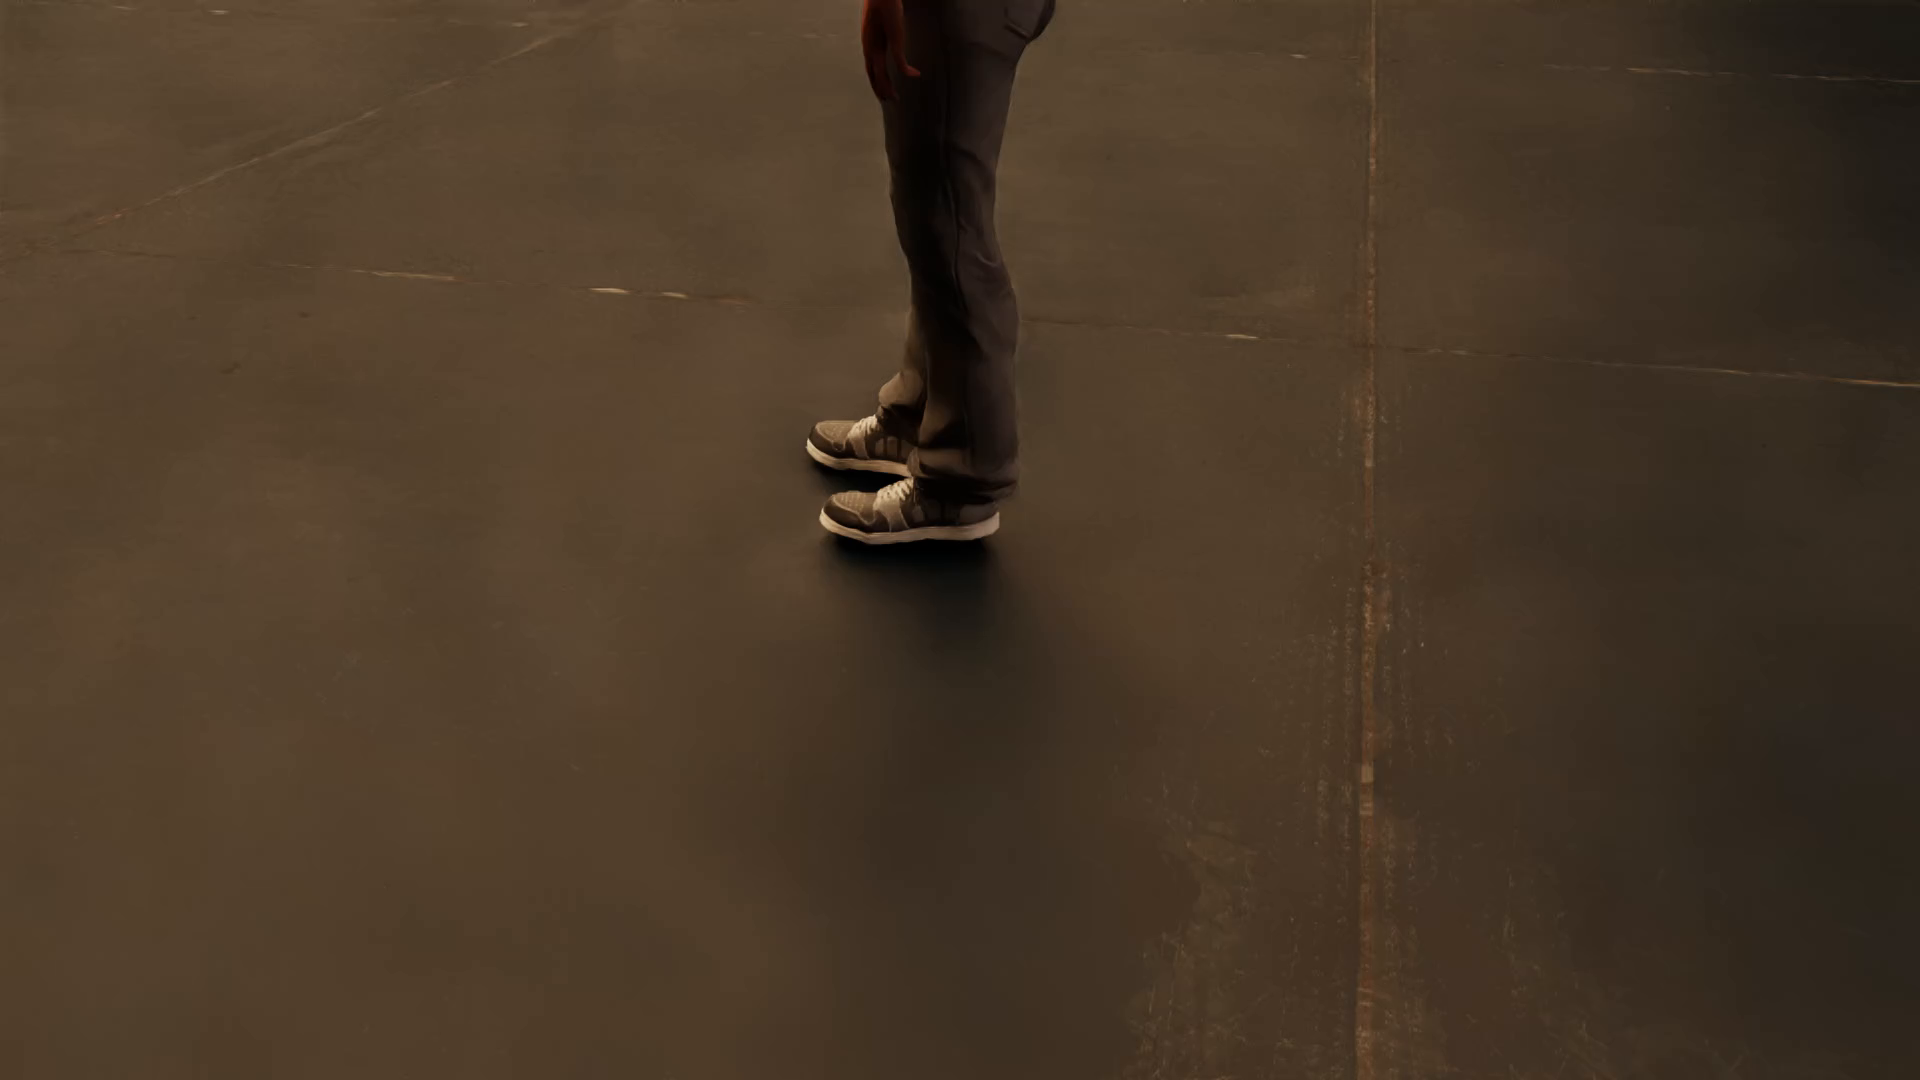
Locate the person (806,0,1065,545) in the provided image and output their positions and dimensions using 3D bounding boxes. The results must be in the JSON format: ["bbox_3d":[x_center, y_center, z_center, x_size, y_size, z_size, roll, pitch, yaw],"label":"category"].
[{"bbox_3d":[-0.069,-0.726,2.167,0.474,1.583,0.521,6,27,11],"label":"person"}]
